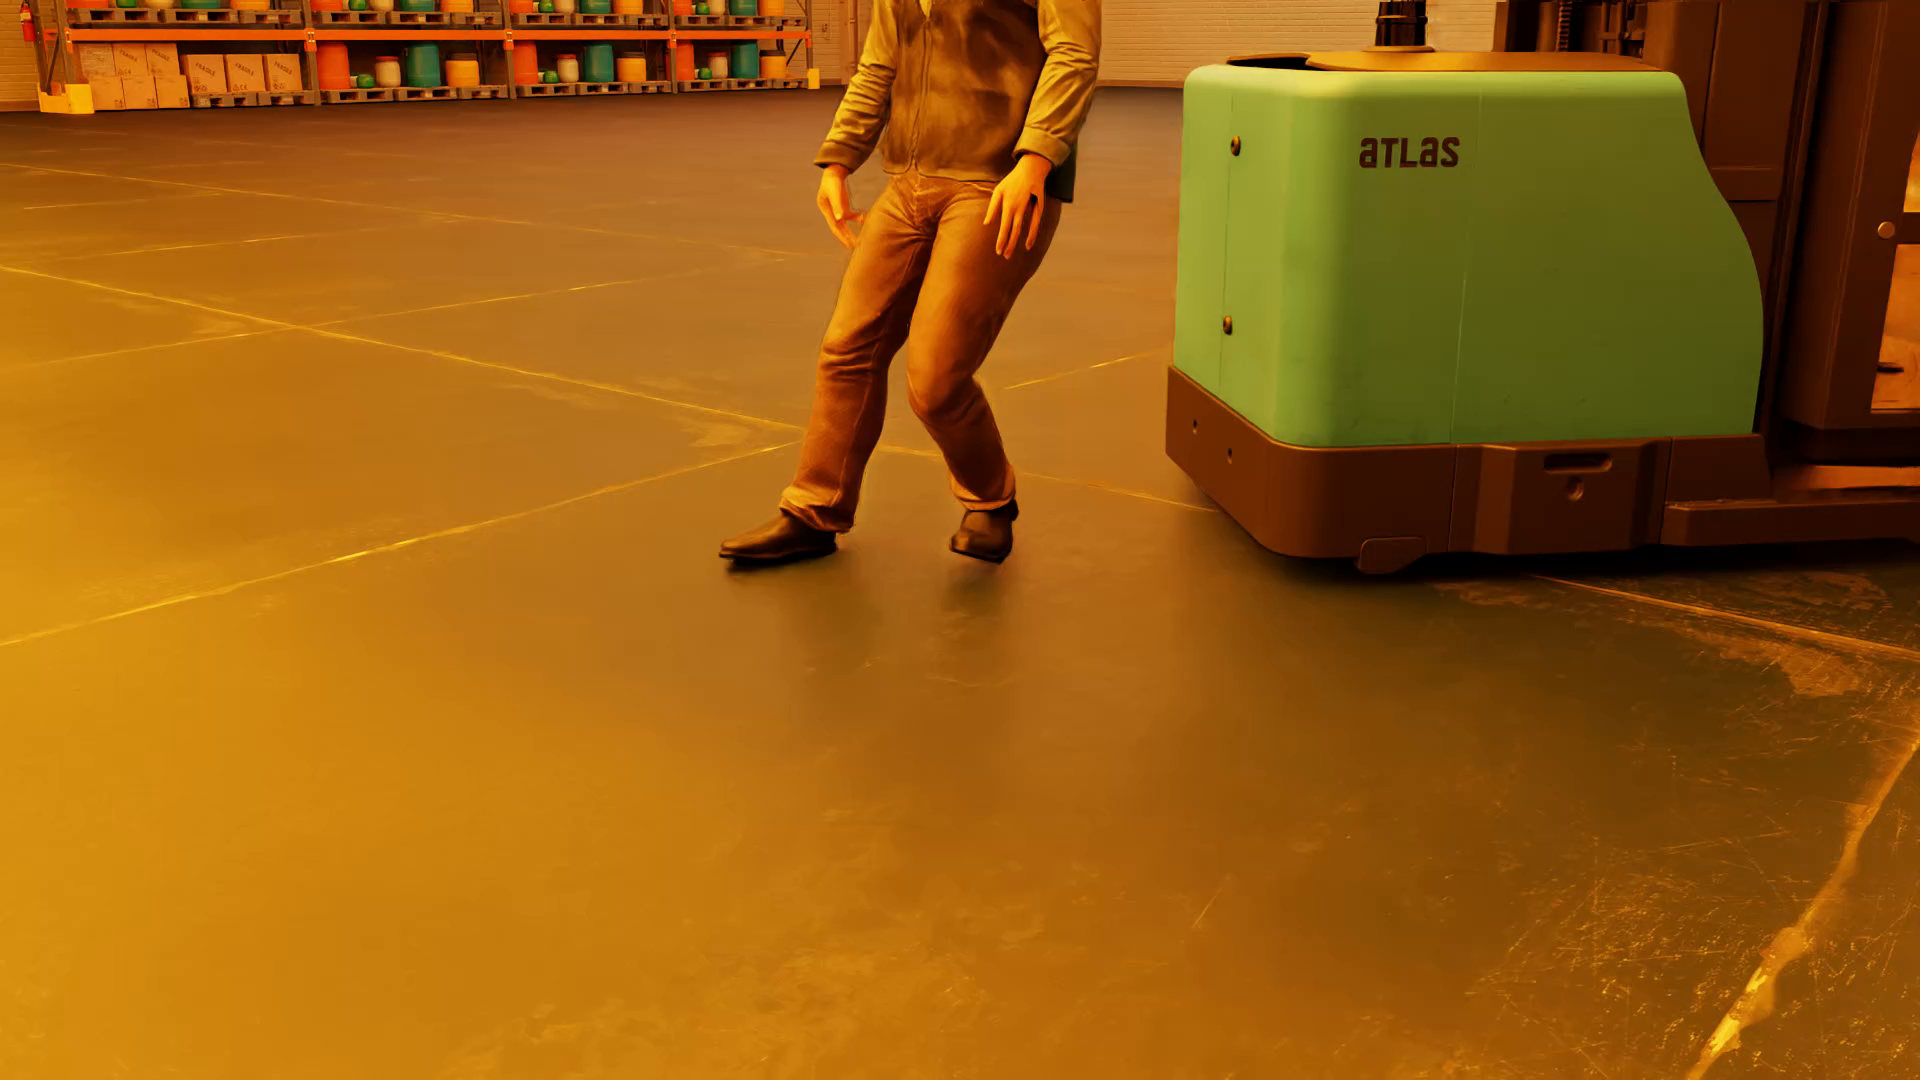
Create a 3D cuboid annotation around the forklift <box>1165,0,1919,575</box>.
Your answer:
[{"bbox_3d":[2.109,-1.500,3.837,3.031,2.935,1.130,-2,17,-7],"label":"forklift"}]

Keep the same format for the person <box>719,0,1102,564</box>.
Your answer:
[{"bbox_3d":[-0.099,-0.721,3.487,0.665,1.679,0.687,-14,22,-39],"label":"person"}]
